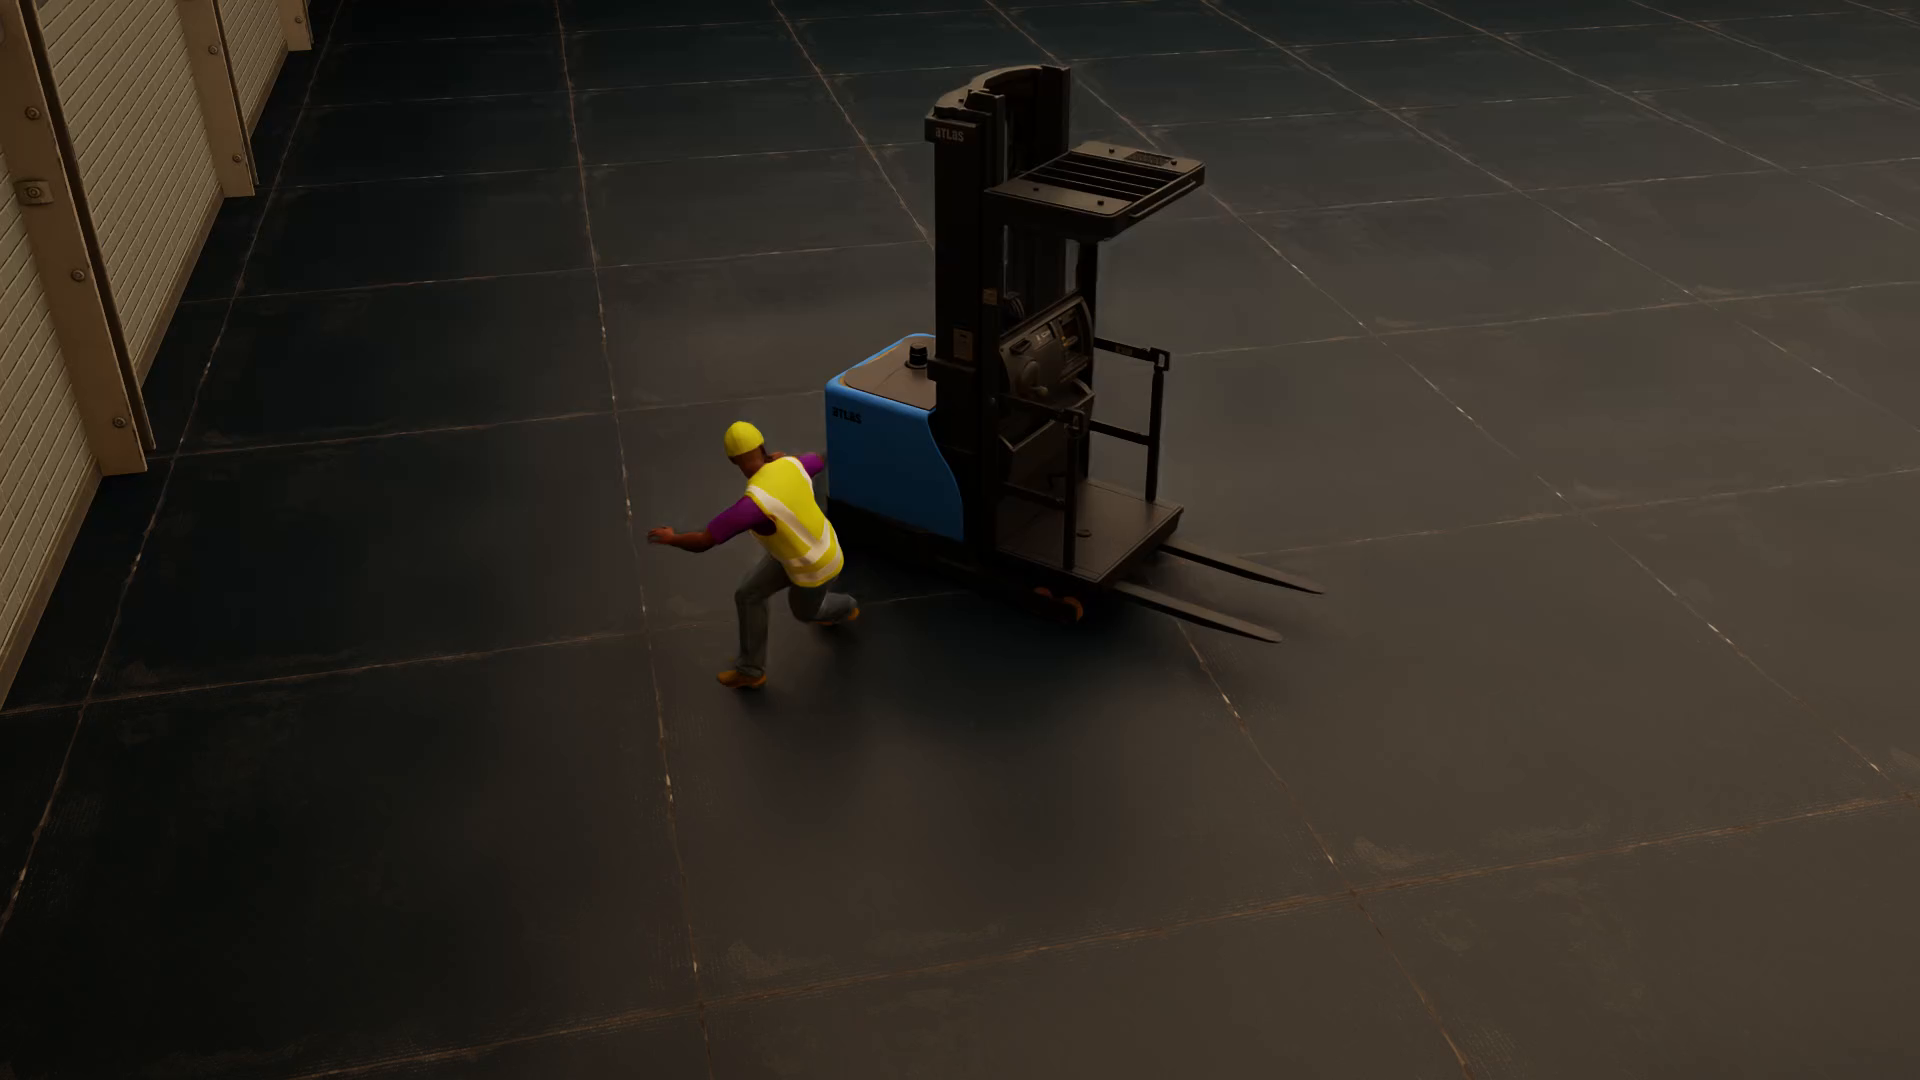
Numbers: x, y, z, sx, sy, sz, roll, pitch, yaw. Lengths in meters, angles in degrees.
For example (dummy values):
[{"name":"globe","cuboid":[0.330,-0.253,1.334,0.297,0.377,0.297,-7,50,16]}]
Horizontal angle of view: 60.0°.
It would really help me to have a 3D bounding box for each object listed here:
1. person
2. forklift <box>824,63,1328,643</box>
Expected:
[{"name":"person","cuboid":[-1.106,0.013,8.985,1.116,1.546,0.980,-4,30,-6]},{"name":"forklift","cuboid":[0.675,-1.075,9.432,3.031,2.935,1.130,19,35,29]}]
